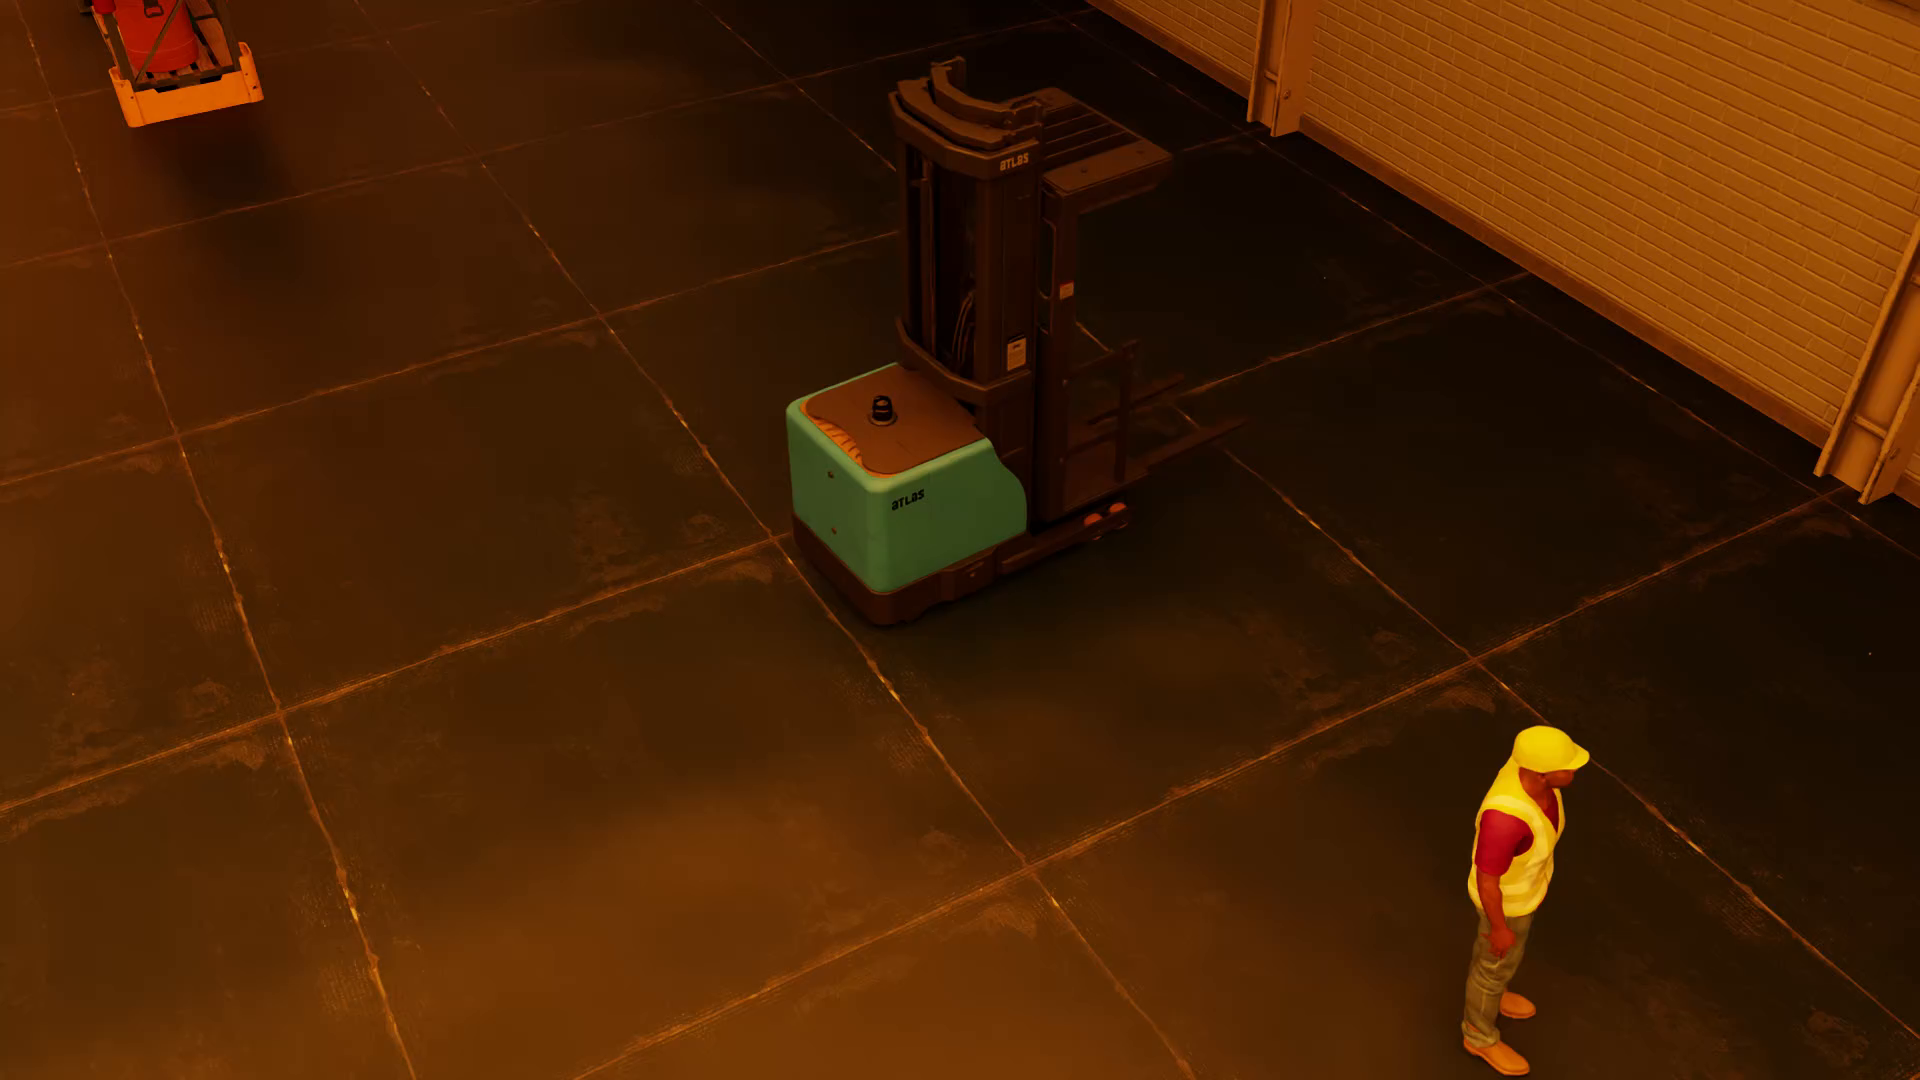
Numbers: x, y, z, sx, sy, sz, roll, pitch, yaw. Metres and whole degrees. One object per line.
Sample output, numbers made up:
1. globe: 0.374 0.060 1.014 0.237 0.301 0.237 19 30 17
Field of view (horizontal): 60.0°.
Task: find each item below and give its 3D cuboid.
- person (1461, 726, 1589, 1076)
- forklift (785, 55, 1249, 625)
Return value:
1. person: 2.425 1.504 7.135 0.536 1.773 0.663 20 44 23
2. forklift: 0.475 -1.379 9.699 3.031 2.935 1.130 -24 45 -26
